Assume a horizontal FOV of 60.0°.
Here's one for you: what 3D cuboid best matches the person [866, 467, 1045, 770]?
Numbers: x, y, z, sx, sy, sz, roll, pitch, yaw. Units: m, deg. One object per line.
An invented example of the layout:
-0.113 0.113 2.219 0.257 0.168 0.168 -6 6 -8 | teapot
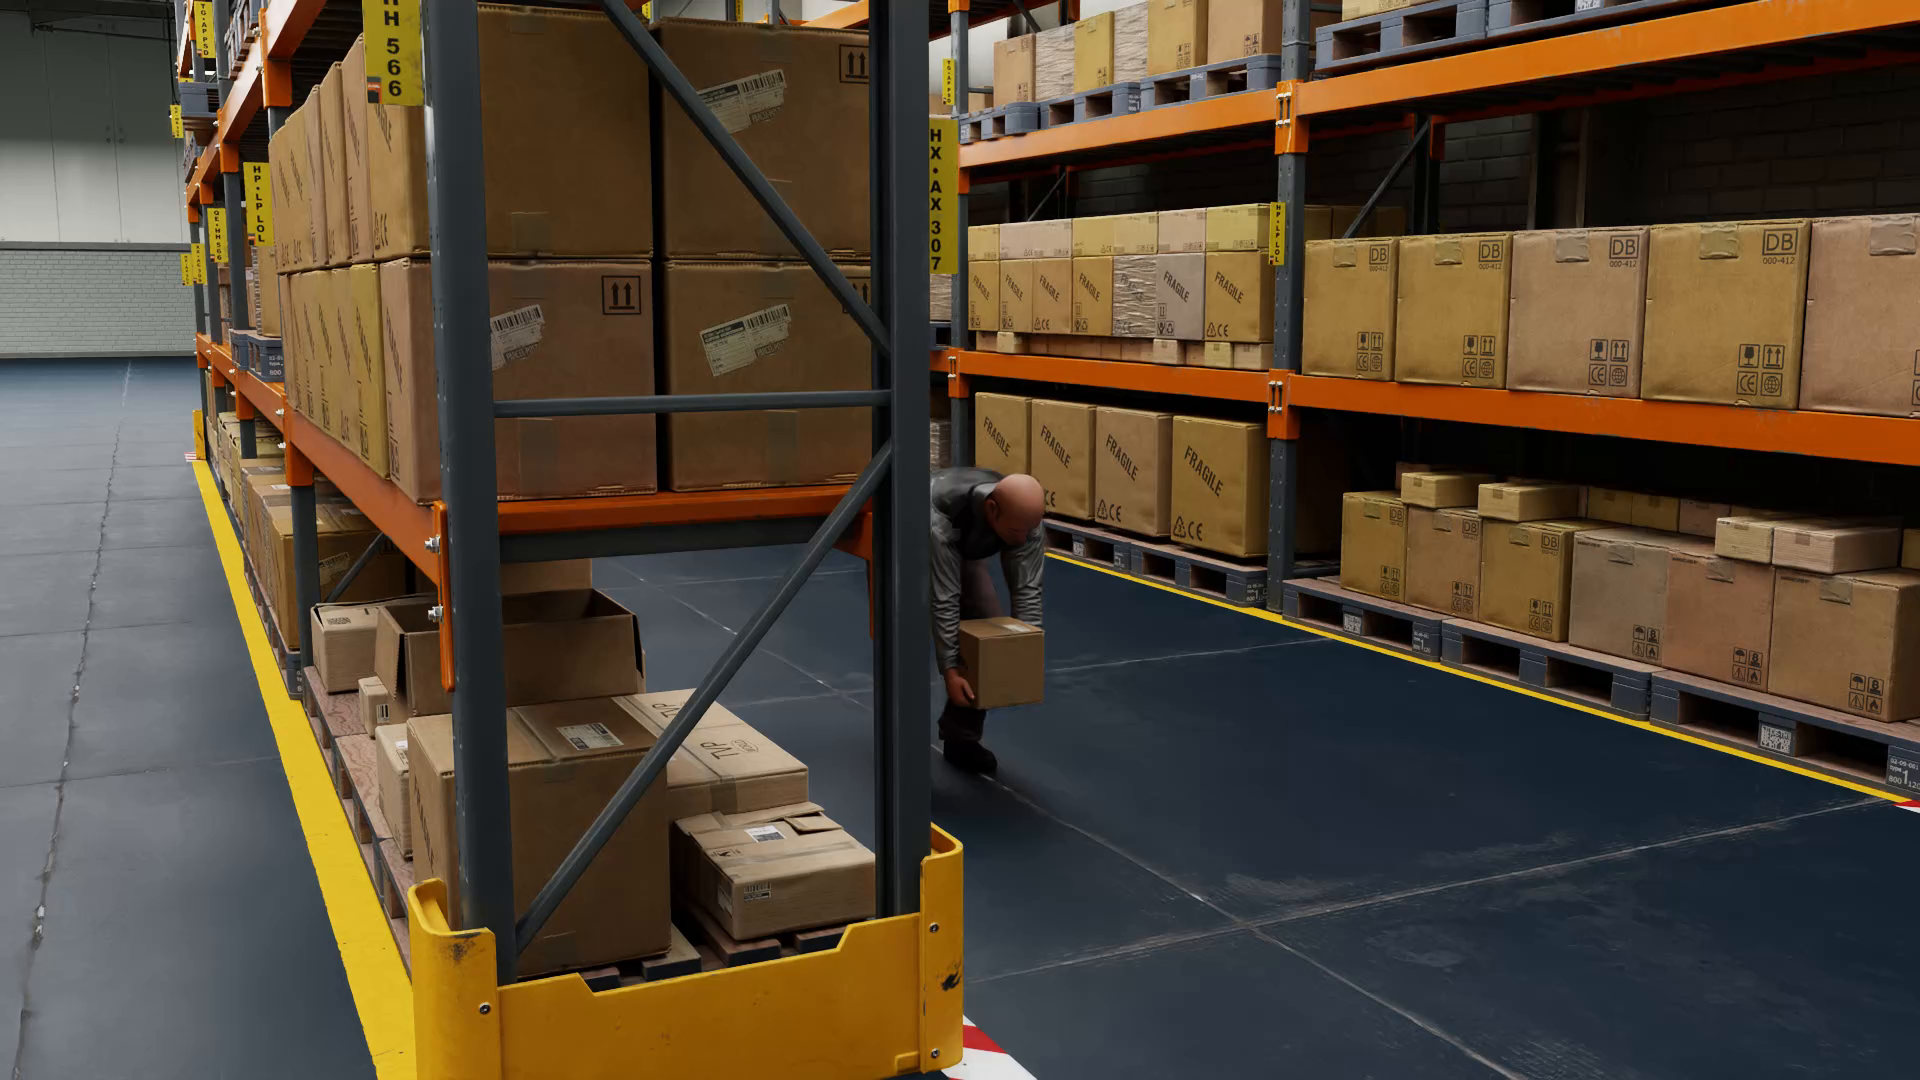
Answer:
0.003 0.300 5.888 0.484 1.140 0.940 -5 10 -28 | person
